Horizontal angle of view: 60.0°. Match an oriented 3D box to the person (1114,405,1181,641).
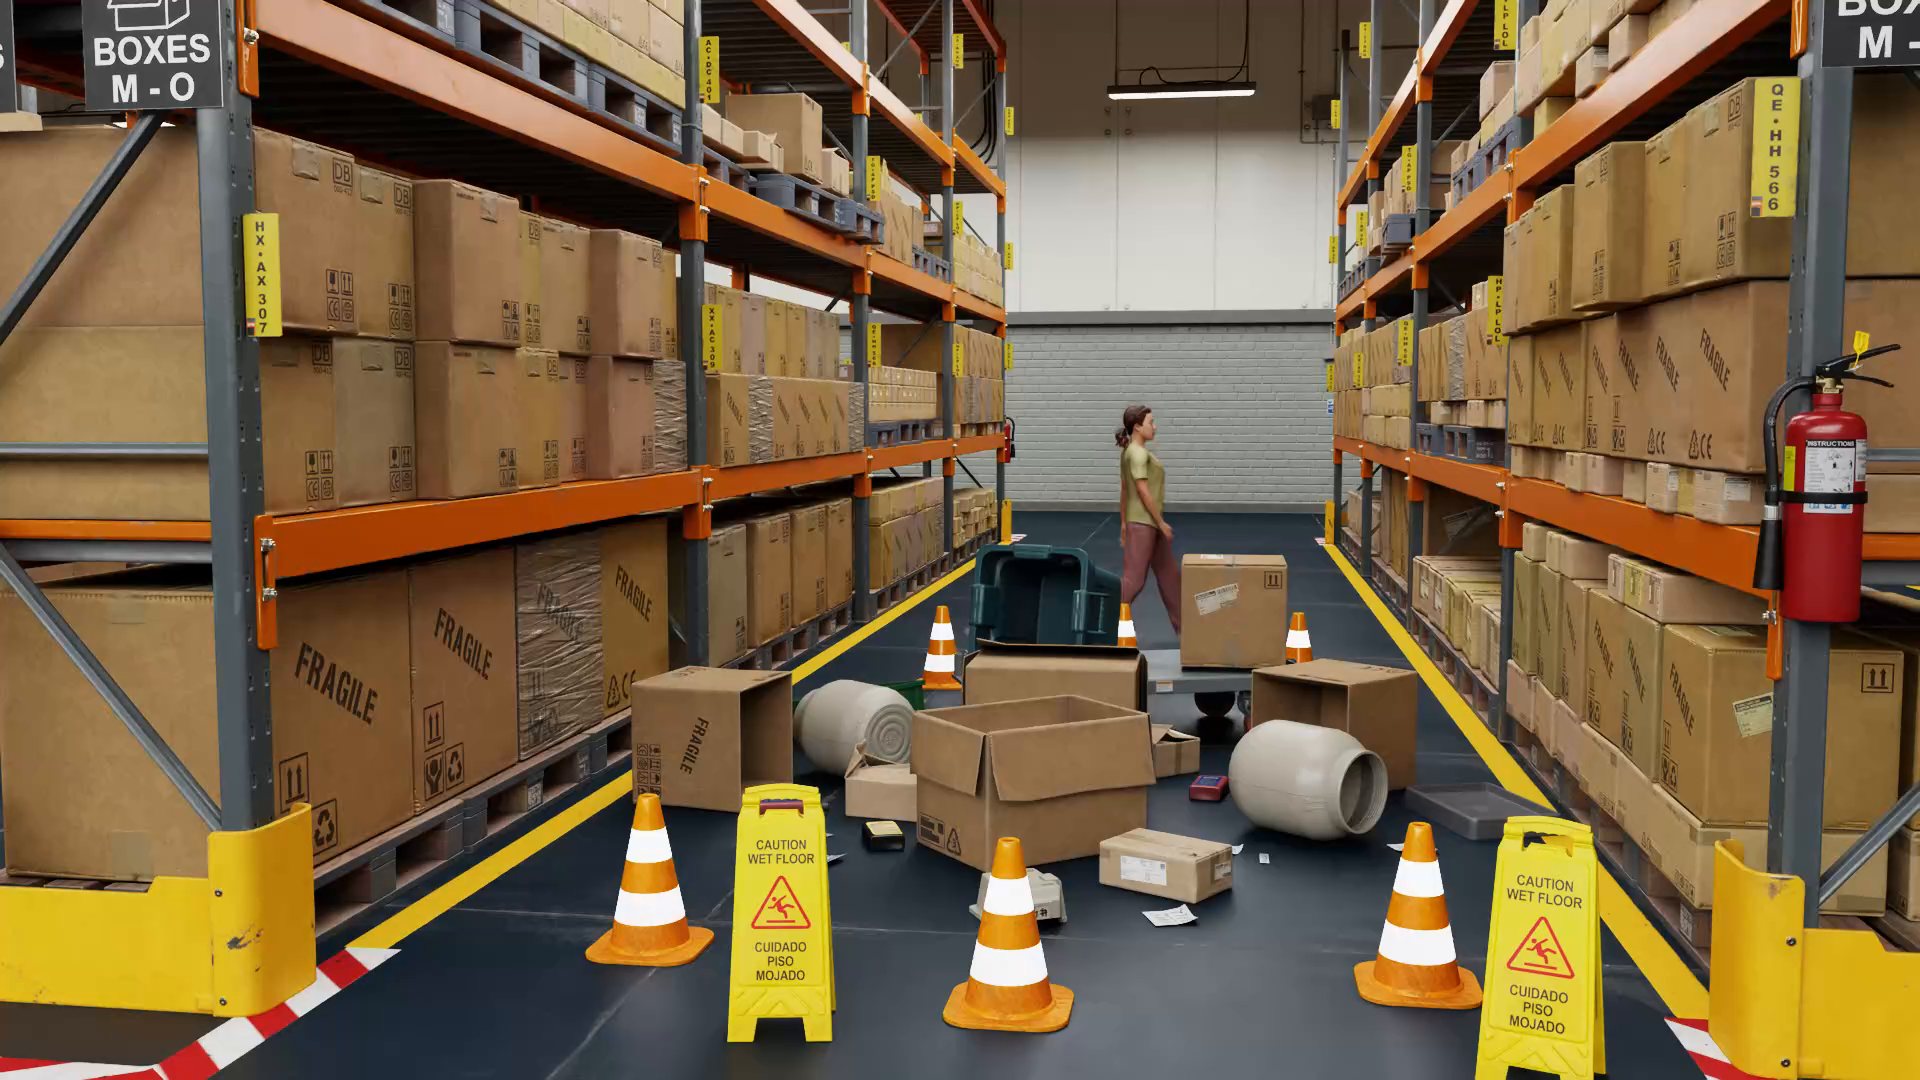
[{"bbox_3d":[1.315,-0.100,11.264,0.954,1.625,0.464,0,5,1],"label":"person"}]
